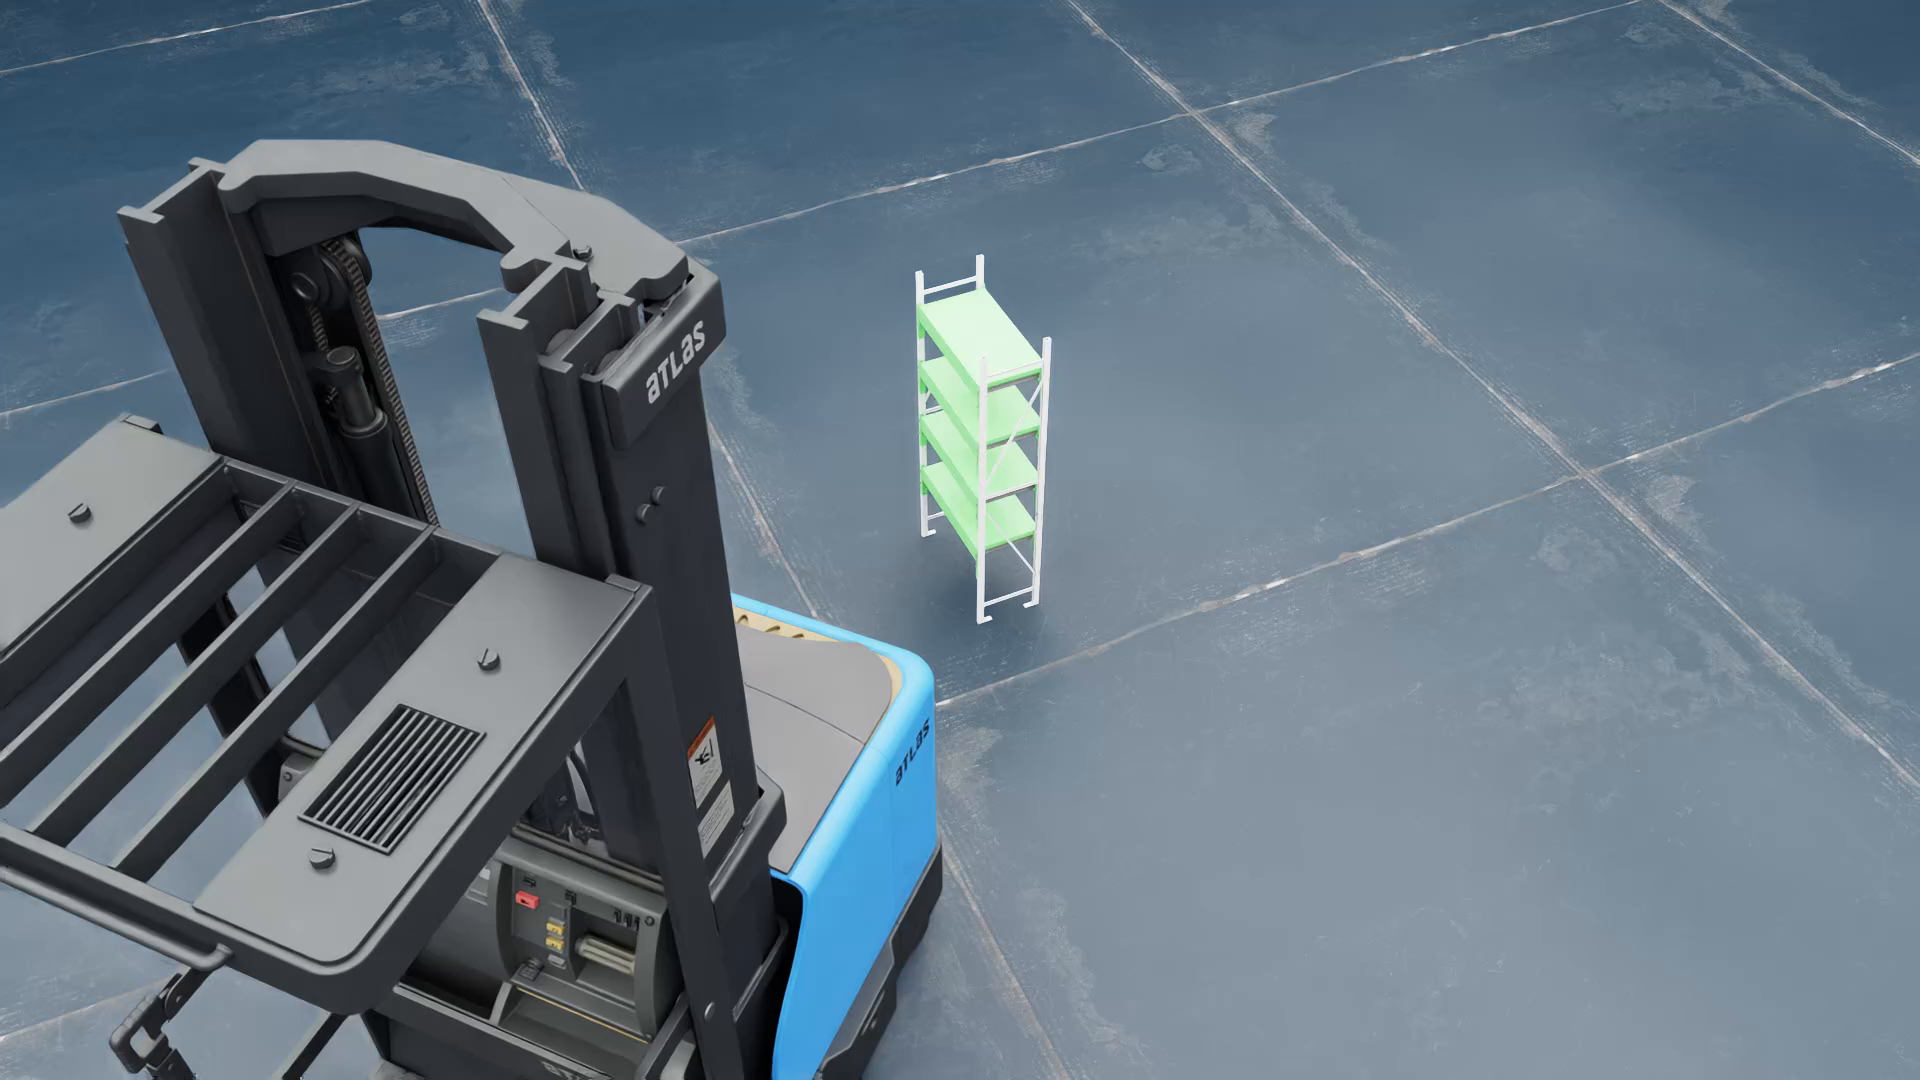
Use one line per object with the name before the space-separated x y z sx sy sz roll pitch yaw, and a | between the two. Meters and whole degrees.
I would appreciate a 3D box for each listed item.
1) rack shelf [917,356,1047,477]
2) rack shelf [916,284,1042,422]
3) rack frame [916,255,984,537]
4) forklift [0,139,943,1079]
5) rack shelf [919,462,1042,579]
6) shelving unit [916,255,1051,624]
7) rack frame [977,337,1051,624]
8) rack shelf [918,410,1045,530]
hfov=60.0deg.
rack shelf | 0.070 -0.447 5.598 0.258 0.148 0.480 -18 47 -17
rack shelf | 0.070 -0.618 5.429 0.258 0.148 0.480 -18 47 -17
rack frame | -0.033 -0.477 5.879 0.240 1.200 0.015 -18 47 -17
forklift | -1.104 0.851 3.301 1.130 2.935 3.031 17 47 16
rack shelf | 0.070 -0.105 5.935 0.258 0.148 0.480 -18 47 -17
shelving unit | 0.070 -0.322 5.722 0.258 1.200 0.503 -18 47 -17
rack frame | 0.172 -0.166 5.564 0.240 1.200 0.015 -18 47 -17
rack shelf | 0.070 -0.276 5.767 0.258 0.148 0.480 -18 47 -17
